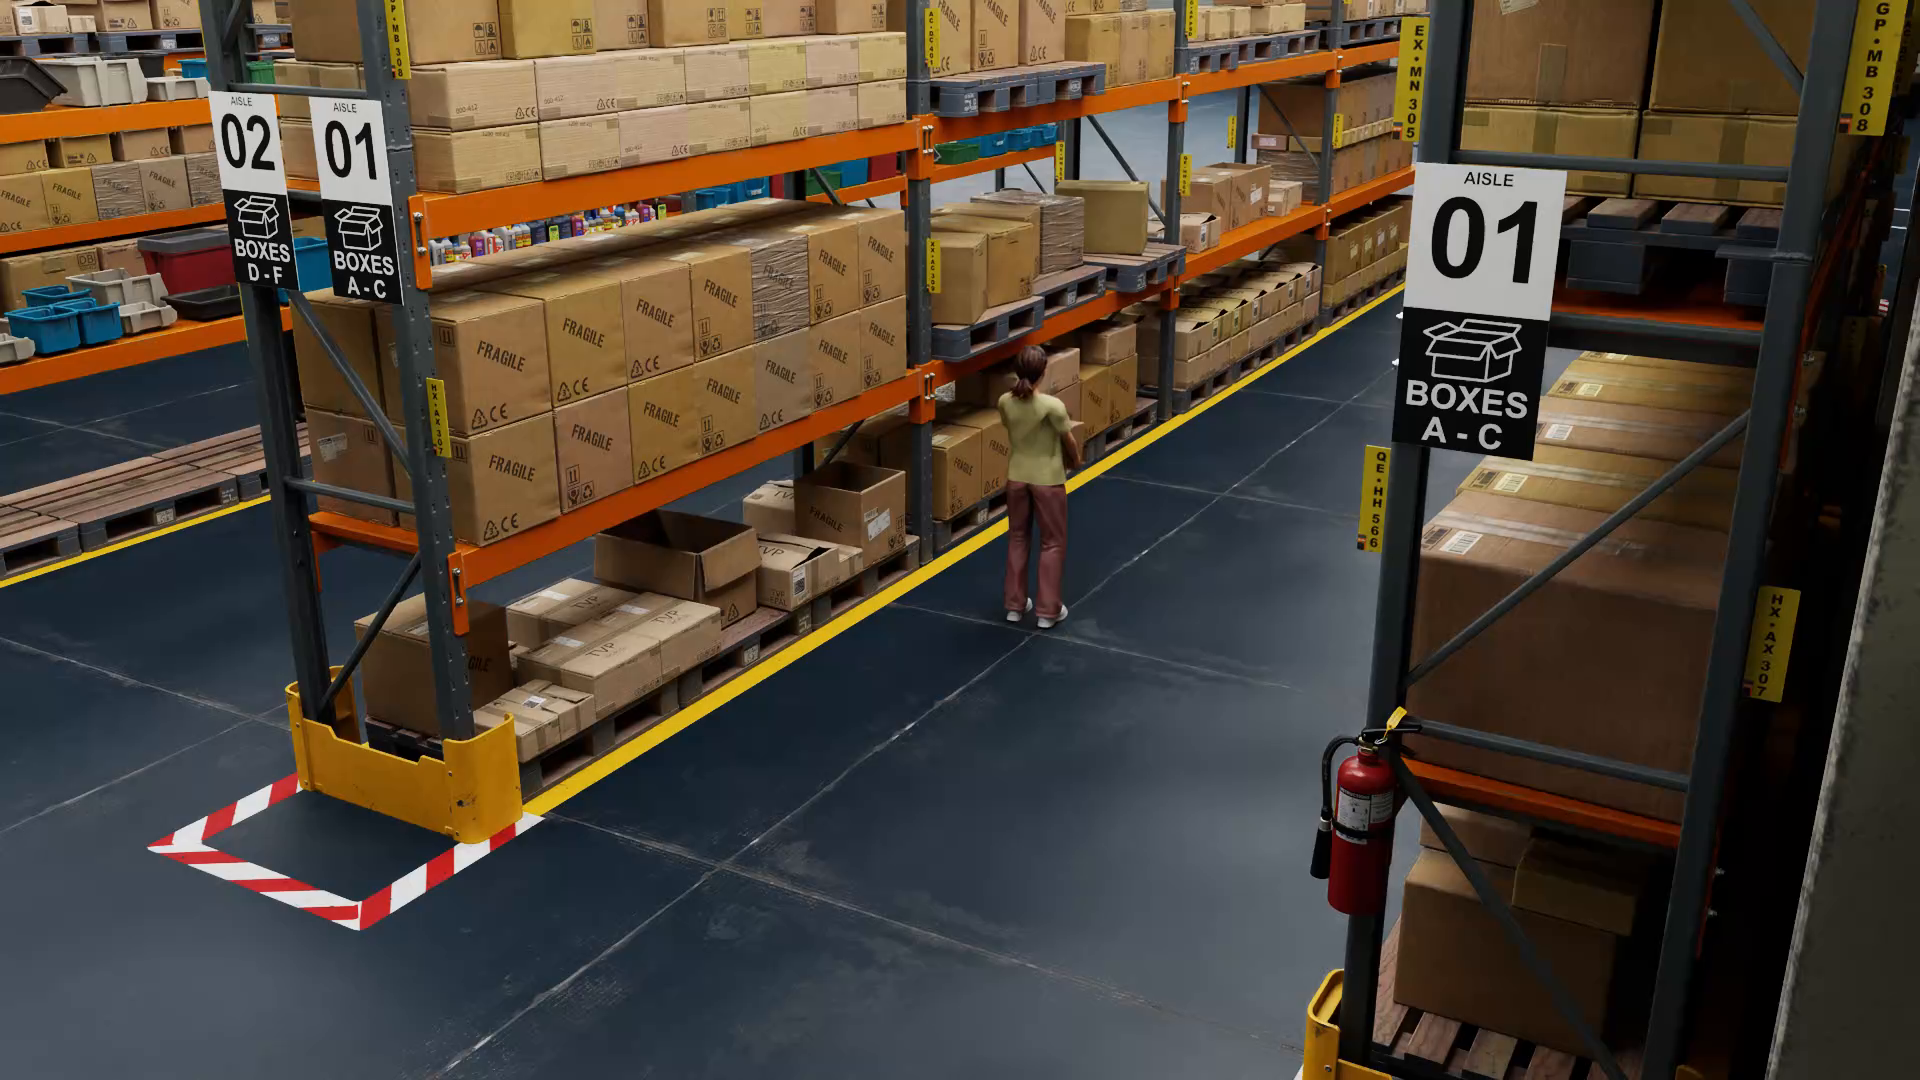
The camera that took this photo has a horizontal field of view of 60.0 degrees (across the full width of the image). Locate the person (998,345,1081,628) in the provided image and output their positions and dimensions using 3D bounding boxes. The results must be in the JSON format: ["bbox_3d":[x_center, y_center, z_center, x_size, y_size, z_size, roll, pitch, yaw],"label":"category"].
[{"bbox_3d":[0.463,-0.333,9.639,0.426,1.665,0.549,10,22,25],"label":"person"}]
